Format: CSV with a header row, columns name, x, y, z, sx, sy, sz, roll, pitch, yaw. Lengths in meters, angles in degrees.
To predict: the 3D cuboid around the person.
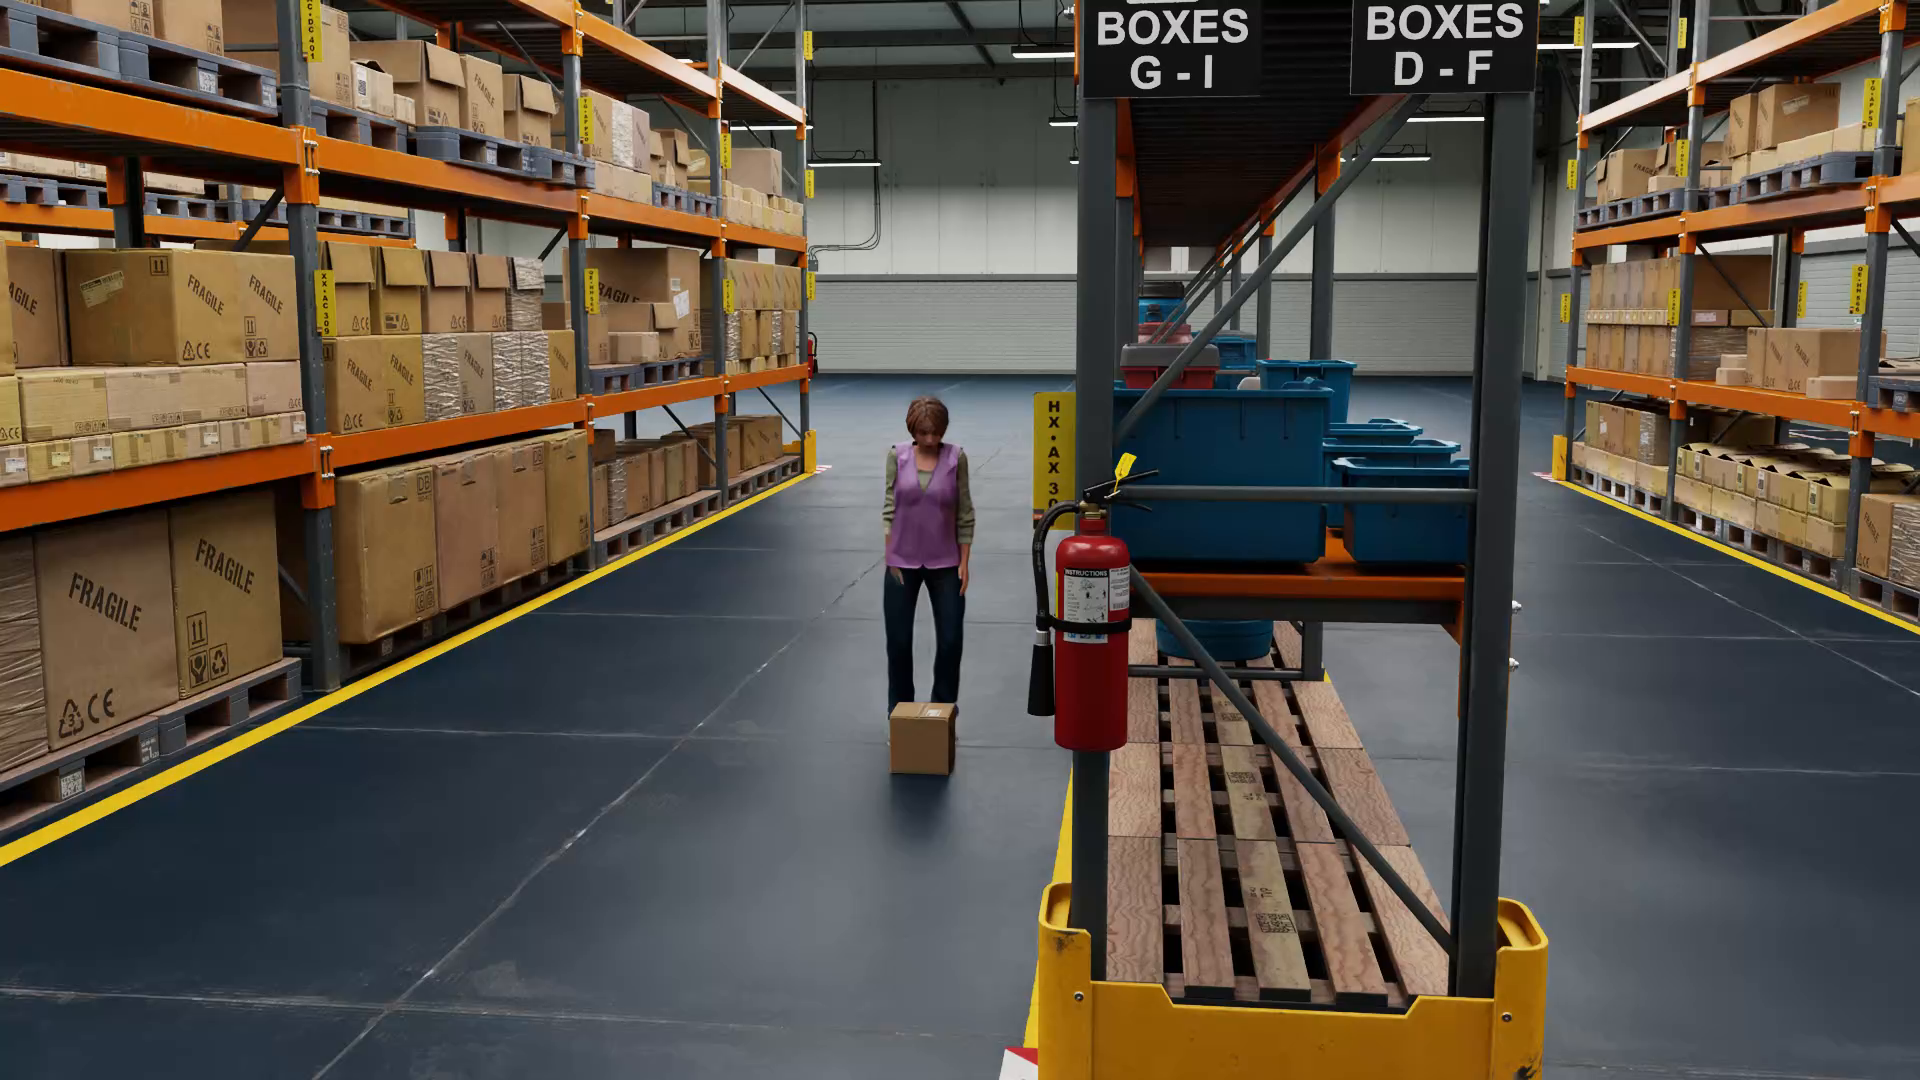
name,x,y,z,sx,sy,sz,roll,pitch,yaw
person,-0.139,0.138,7.447,0.417,1.581,0.340,0,8,0
